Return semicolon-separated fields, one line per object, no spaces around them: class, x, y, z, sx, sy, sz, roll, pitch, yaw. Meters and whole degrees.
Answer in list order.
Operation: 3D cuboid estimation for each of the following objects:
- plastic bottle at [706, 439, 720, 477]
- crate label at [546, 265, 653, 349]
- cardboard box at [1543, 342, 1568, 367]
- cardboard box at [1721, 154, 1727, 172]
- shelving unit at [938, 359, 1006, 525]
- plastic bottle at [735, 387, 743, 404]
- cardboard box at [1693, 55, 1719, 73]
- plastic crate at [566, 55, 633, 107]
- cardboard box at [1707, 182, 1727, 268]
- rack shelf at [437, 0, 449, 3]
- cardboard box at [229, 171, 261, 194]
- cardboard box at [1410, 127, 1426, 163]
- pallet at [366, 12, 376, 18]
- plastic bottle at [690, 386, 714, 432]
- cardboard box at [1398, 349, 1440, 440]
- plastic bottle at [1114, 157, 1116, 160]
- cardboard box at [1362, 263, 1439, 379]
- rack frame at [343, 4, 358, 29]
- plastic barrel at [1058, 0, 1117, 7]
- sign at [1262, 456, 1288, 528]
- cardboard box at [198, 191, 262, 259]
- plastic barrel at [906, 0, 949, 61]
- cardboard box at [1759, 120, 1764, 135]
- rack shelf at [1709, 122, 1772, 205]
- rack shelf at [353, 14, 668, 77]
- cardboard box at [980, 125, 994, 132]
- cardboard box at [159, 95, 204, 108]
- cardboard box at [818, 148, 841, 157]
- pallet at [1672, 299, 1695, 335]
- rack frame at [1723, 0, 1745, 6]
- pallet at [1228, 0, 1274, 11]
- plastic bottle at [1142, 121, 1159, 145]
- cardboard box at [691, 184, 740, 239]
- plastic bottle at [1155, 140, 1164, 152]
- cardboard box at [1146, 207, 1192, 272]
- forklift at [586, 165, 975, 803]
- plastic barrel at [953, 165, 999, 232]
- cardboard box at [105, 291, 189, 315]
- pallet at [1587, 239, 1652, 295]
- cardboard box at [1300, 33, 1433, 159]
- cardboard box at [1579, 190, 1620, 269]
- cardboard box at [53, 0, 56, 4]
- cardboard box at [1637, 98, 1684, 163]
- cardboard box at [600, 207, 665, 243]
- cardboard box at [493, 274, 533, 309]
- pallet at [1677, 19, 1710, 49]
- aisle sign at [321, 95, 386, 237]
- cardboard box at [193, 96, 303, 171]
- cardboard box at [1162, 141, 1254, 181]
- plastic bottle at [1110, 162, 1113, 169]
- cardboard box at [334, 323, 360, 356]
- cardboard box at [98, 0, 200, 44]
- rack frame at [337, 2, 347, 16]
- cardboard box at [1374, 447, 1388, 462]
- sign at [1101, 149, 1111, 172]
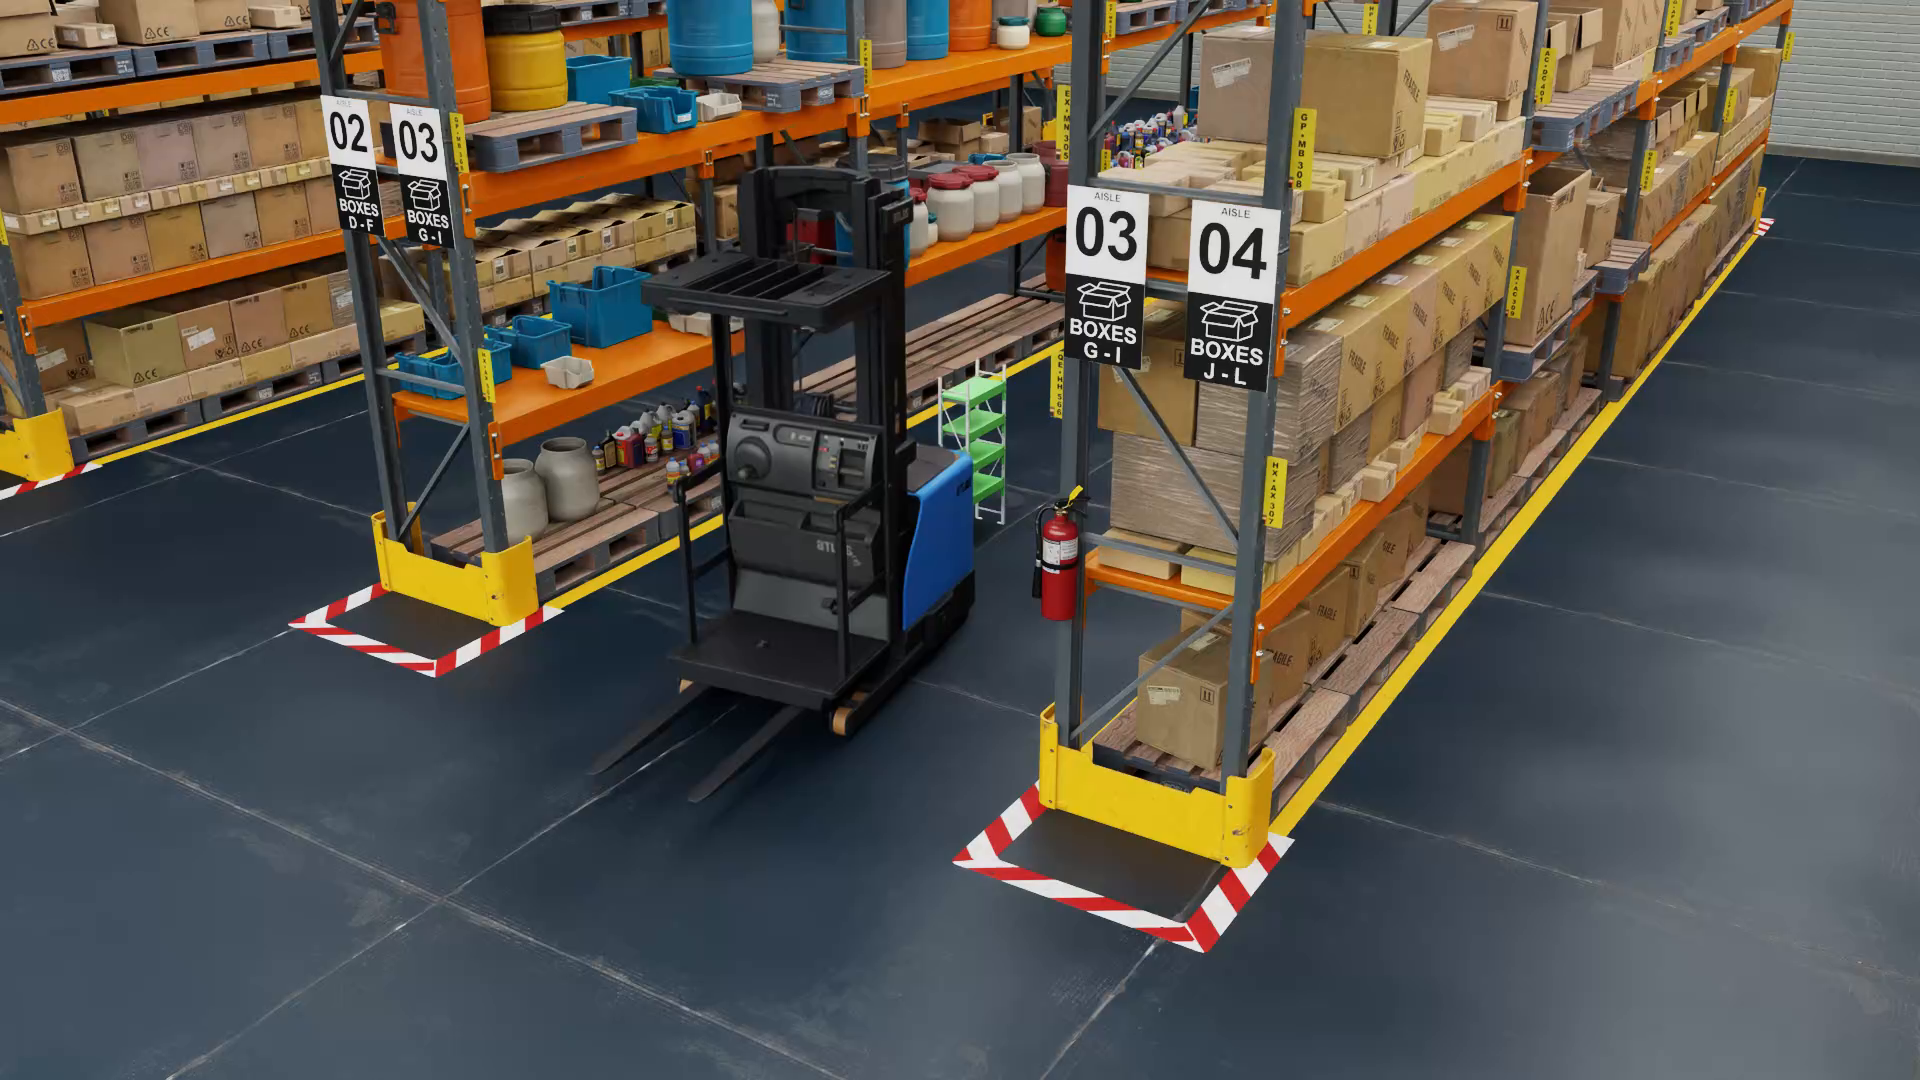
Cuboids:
plastic bottle;-1.822;-0.611;12.267;0.097;0.271;0.097;0;23;0
crate label;-2.536;-1.659;11.763;0.502;0.435;0.616;14;27;29
cardboard box;4.552;-1.613;13.348;0.500;0.250;0.500;17;29;35
cardboard box;7.838;-3.981;17.486;0.380;0.149;0.250;13;27;27
shelving unit;0.087;-0.606;11.641;0.258;1.200;0.503;14;27;29
plastic bottle;-1.823;-1.086;13.263;0.144;0.351;0.185;14;27;29
cardboard box;8.356;-5.289;19.062;0.500;0.500;0.500;13;27;28
plastic crate;-2.527;-3.041;11.244;0.392;0.384;0.575;14;27;29
cardboard box;7.677;-3.401;17.977;0.875;0.875;0.875;14;27;29
rack shelf;-2.222;-3.880;10.794;1.077;0.370;4.000;14;27;29
cardboard box;-6.143;-3.043;14.061;0.380;0.149;0.250;15;28;31
cardboard box;2.207;-2.079;8.689;0.380;0.149;0.250;13;26;27
pallet;-4.919;-4.944;15.859;0.805;0.209;1.217;13;26;27
plastic bottle;-2.045;-1.052;13.186;0.144;0.351;0.185;13;26;27
cardboard box;2.279;-0.970;9.714;0.875;0.500;0.500;14;27;29
plastic bottle;1.574;-3.829;17.068;0.097;0.201;0.097;0;23;0
cardboard box;2.243;-1.203;8.995;0.500;0.500;0.500;14;27;29
rack frame;-7.474;-5.742;21.237;1.000;3.000;0.127;14;27;29
plastic barrel;1.245;-5.623;16.118;0.600;0.830;0.708;14;27;29
sign;1.392;-0.211;7.372;0.100;0.325;0.005;14;27;29
cardboard box;-6.412;-2.728;14.151;0.700;0.500;0.500;15;27;31
plastic barrel;-0.393;-4.581;14.149;0.600;0.901;0.708;14;27;29
cardboard box;9.193;-4.850;19.494;0.380;0.149;0.250;14;27;29
rack shelf;8.316;-4.322;18.864;1.077;0.370;4.000;14;27;29
rack shelf;-4.318;-5.076;16.830;1.077;0.370;4.000;14;27;29
cardboard box;0.165;-6.052;24.862;0.500;0.250;0.500;14;27;29
cardboard box;-8.985;-4.991;18.824;0.700;0.500;0.500;17;29;34
cardboard box;-1.887;-4.815;21.689;0.500;0.500;0.500;14;27;30
pallet;6.918;-2.422;17.078;1.003;0.211;1.213;14;27;29
rack frame;7.261;-6.731;15.970;1.000;3.000;0.127;14;27;29
pallet;2.723;-6.020;18.343;1.213;0.211;1.003;14;27;29
plastic bottle;2.126;-4.538;18.612;0.152;0.276;0.135;14;27;29
cardboard box;-2.780;-3.853;19.468;0.500;0.500;0.500;15;28;31
plastic bottle;2.094;-4.071;17.524;0.061;0.283;0.133;14;27;29
cardboard box;0.969;-1.451;7.739;0.500;0.250;0.500;15;27;30
forklift;-0.973;-0.449;9.098;1.130;2.935;3.031;10;25;22
plastic barrel;0.139;-3.048;14.845;0.433;0.535;0.433;0;23;0
cardboard box;-6.938;-1.864;14.268;0.500;0.500;0.500;14;27;29
pallet;4.866;-2.277;13.475;1.213;0.211;1.003;14;27;29
cardboard box;1.944;-2.160;8.059;0.500;0.500;0.500;14;27;29
cardboard box;4.691;-2.466;13.016;0.700;0.500;0.500;19;30;37
cardboard box;-9.641;-5.600;16.983;0.500;0.500;0.500;15;27;30
cardboard box;6.245;-3.824;15.419;0.797;0.503;0.637;15;27;31
cardboard box;-3.599;-3.488;18.257;0.500;0.311;0.500;13;27;28
cardboard box;-4.679;-2.542;16.779;0.500;0.250;0.500;15;27;30
pallet;6.033;-4.524;14.886;1.003;0.211;1.213;15;28;31
aisle sign;-3.567;-2.196;9.775;0.394;0.787;0.004;14;27;29
cardboard box;-6.132;-3.505;14.312;0.700;0.500;0.500;14;27;29
cardboard box;1.213;-1.845;8.148;0.380;0.149;0.250;14;27;29
plastic bottle;1.446;-3.687;16.647;0.152;0.276;0.135;14;27;29
cardboard box;-5.704;-1.917;15.334;0.500;0.250;0.500;14;27;29
cardboard box;-6.375;-4.187;13.040;0.500;0.500;0.500;14;27;29
rack frame;-5.373;-6.108;14.532;1.000;3.000;0.127;14;27;29
cardboard box;2.177;-0.456;9.345;0.380;0.149;0.250;14;27;29
sign;1.414;-3.627;16.148;0.100;0.325;0.005;14;27;29
